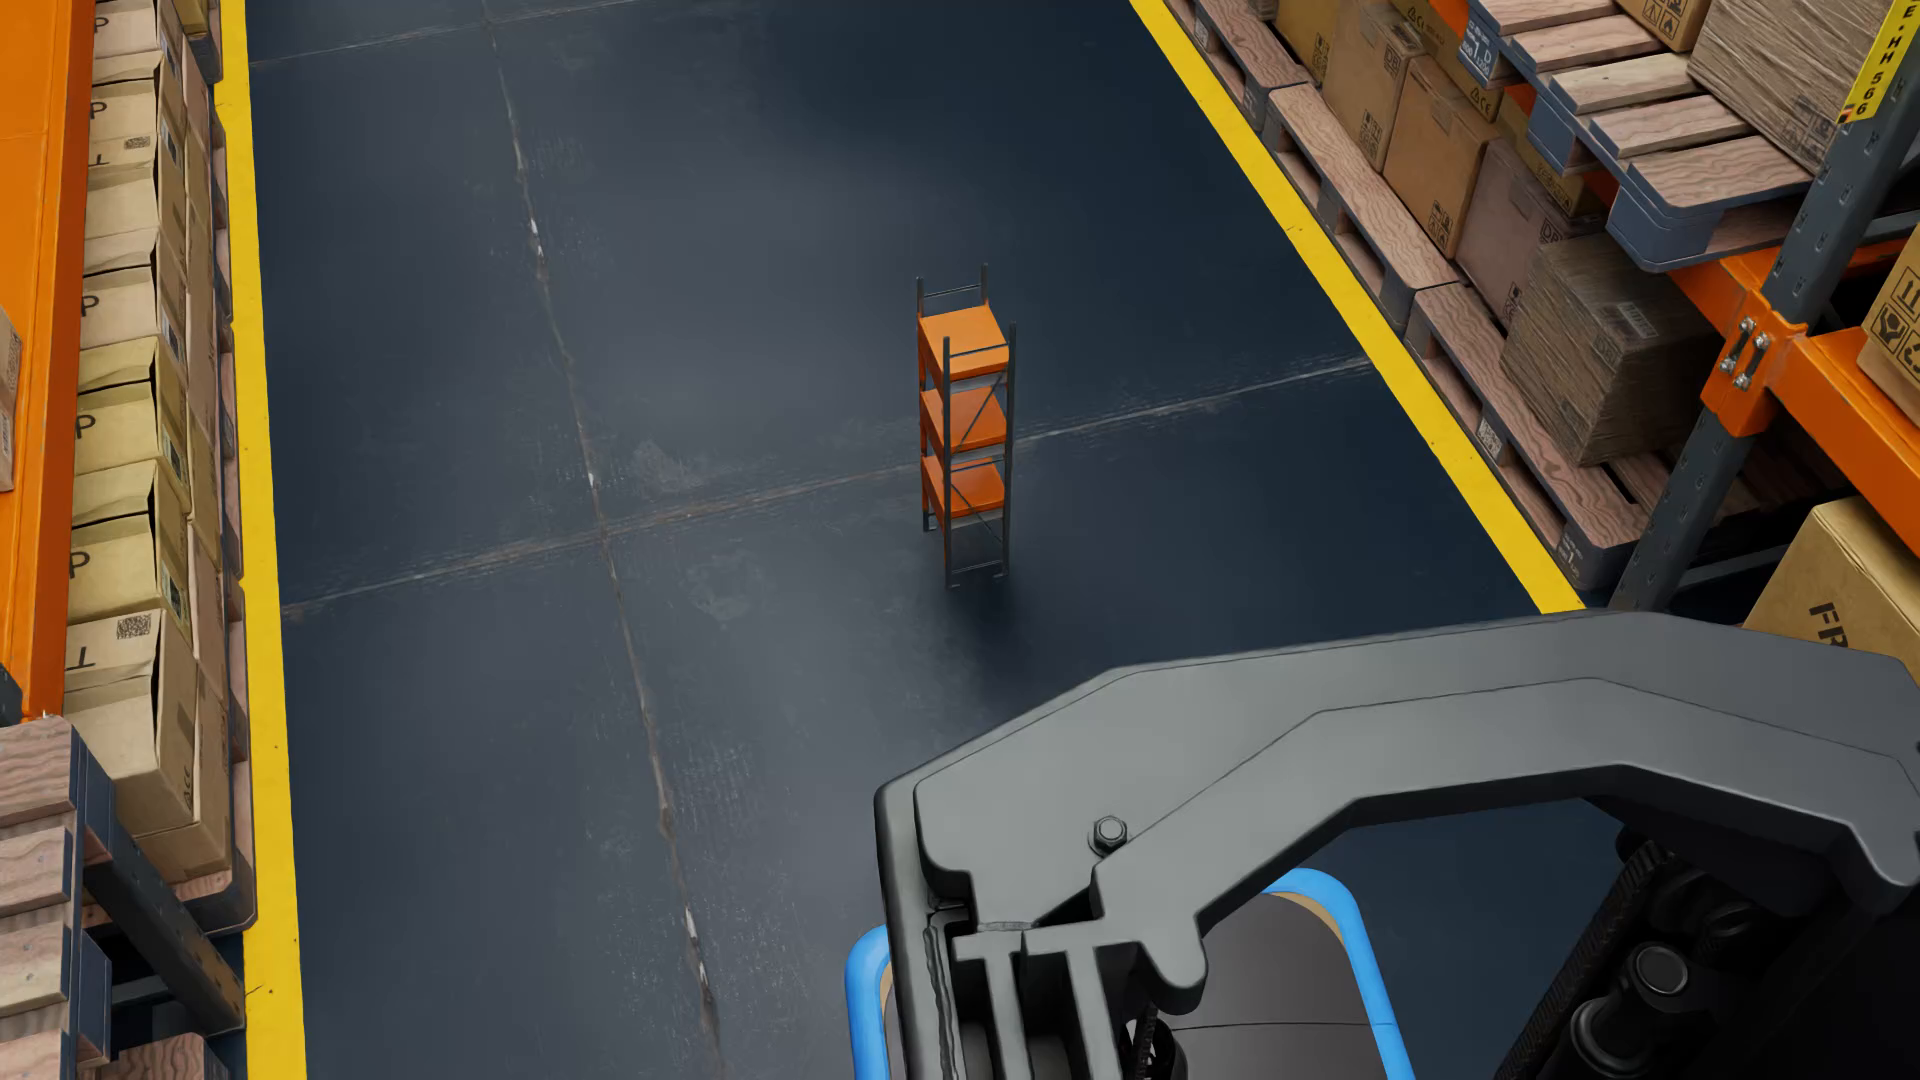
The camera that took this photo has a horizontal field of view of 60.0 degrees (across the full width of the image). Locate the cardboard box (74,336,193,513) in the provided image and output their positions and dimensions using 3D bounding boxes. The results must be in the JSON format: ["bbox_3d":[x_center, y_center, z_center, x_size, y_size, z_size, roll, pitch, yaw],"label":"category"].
[{"bbox_3d":[-2.488,-0.295,4.694,0.500,0.311,0.500,-15,51,-12],"label":"cardboard box"}]

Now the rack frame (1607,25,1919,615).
[{"bbox_3d":[2.429,-0.784,3.949,1.000,3.000,0.127,-13,51,-11],"label":"rack frame"}]

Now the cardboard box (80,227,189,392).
[{"bbox_3d":[-2.641,-0.670,5.010,0.500,0.311,0.500,-14,51,-11],"label":"cardboard box"}]

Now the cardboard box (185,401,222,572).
[{"bbox_3d":[-2.485,-0.105,4.900,0.500,0.250,0.500,-15,51,-12],"label":"cardboard box"}]

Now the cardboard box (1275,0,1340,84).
[{"bbox_3d":[1.680,-2.142,6.441,0.700,0.500,0.500,-14,51,-12],"label":"cardboard box"}]

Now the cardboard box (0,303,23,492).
[{"bbox_3d":[-2.382,-0.330,3.624,0.500,0.311,0.500,-14,51,-11],"label":"cardboard box"}]

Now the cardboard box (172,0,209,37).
[{"bbox_3d":[-3.333,-2.239,6.700,0.500,0.250,0.500,-13,51,-11],"label":"cardboard box"}]

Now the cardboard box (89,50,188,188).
[{"bbox_3d":[-2.932,-1.403,5.628,0.500,0.311,0.500,-12,51,-10],"label":"cardboard box"}]

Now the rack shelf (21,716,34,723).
[{"bbox_3d":[-1.711,2.031,2.046,1.077,0.370,4.000,-13,51,-11],"label":"rack shelf"}]

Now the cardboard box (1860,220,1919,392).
[{"bbox_3d":[2.328,-0.506,3.442,0.500,0.500,0.500,-12,51,-10],"label":"cardboard box"}]

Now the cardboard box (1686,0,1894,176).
[{"bbox_3d":[2.280,-1.299,4.030,0.700,0.500,0.500,-19,52,-15],"label":"cardboard box"}]

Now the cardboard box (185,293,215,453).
[{"bbox_3d":[-2.637,-0.479,5.216,0.500,0.250,0.500,-12,51,-10],"label":"cardboard box"}]

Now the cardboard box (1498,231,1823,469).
[{"bbox_3d":[2.166,-0.634,5.170,0.700,0.500,0.500,-13,51,-10],"label":"cardboard box"}]

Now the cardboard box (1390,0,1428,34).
[{"bbox_3d":[1.771,-2.050,5.873,0.500,0.250,0.500,-15,51,-12],"label":"cardboard box"}]

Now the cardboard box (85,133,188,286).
[{"bbox_3d":[-2.786,-1.038,5.320,0.500,0.311,0.500,-13,51,-11],"label":"cardboard box"}]

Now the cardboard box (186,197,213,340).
[{"bbox_3d":[-2.786,-0.851,5.529,0.500,0.250,0.500,-12,51,-10],"label":"cardboard box"}]

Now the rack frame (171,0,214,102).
[{"bbox_3d":[-3.485,-2.583,5.466,1.000,3.000,0.127,-13,51,-11],"label":"rack frame"}]

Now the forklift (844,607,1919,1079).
[{"bbox_3d":[0.489,1.564,2.014,1.130,2.935,3.031,-7,50,-5],"label":"forklift"}]

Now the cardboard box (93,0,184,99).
[{"bbox_3d":[-3.091,-1.782,5.947,0.500,0.311,0.500,-13,51,-11],"label":"cardboard box"}]

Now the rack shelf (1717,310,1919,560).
[{"bbox_3d":[3.020,0.908,2.993,1.077,0.370,4.000,-13,51,-11],"label":"rack shelf"}]

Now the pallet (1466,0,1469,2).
[{"bbox_3d":[1.804,-2.159,5.234,1.003,0.211,1.213,-13,51,-11],"label":"pallet"}]

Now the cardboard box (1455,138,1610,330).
[{"bbox_3d":[2.125,-1.037,5.509,0.700,0.500,0.500,-13,51,-11],"label":"cardboard box"}]

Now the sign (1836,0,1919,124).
[{"bbox_3d":[1.913,-1.002,3.428,0.100,0.325,0.005,-13,51,-11],"label":"sign"}]

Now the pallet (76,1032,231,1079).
[{"bbox_3d":[-2.117,1.791,3.602,1.003,0.211,1.213,-13,51,-11],"label":"pallet"}]

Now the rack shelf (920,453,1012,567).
[{"bbox_3d":[0.016,-0.113,5.036,0.215,0.259,0.240,-13,51,-11],"label":"rack shelf"}]

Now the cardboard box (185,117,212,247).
[{"bbox_3d":[-2.938,-1.225,5.844,0.500,0.250,0.500,-14,51,-12],"label":"cardboard box"}]

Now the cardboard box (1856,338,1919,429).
[{"bbox_3d":[2.305,-0.417,3.791,0.380,0.149,0.250,-14,51,-12],"label":"cardboard box"}]

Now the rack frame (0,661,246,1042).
[{"bbox_3d":[-2.302,0.339,3.003,1.000,3.000,0.127,-13,51,-11],"label":"rack frame"}]

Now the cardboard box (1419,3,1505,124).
[{"bbox_3d":[1.901,-1.681,5.562,0.500,0.250,0.500,-14,51,-11],"label":"cardboard box"}]

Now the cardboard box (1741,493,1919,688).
[{"bbox_3d":[2.521,0.340,4.133,0.750,0.750,0.750,-14,51,-11],"label":"cardboard box"}]

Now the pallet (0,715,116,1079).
[{"bbox_3d":[-2.035,0.880,2.672,1.213,0.211,1.003,-13,51,-11],"label":"pallet"}]

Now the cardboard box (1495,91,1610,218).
[{"bbox_3d":[2.058,-1.307,5.246,0.500,0.250,0.500,-12,51,-10],"label":"cardboard box"}]

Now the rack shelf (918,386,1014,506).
[{"bbox_3d":[0.016,-0.292,4.824,0.215,0.259,0.240,-13,51,-11],"label":"rack shelf"}]

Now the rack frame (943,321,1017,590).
[{"bbox_3d":[0.052,-0.210,4.741,0.200,1.050,0.008,-13,51,-11],"label":"rack frame"}]

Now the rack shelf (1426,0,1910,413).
[{"bbox_3d":[1.837,-2.013,5.456,1.077,0.370,4.000,-13,51,-11],"label":"rack shelf"}]

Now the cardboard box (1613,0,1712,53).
[{"bbox_3d":[2.089,-1.701,4.369,0.700,0.500,0.500,-18,52,-14],"label":"cardboard box"}]

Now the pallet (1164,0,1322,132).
[{"bbox_3d":[1.478,-2.239,6.999,1.003,0.211,1.213,-13,51,-11],"label":"pallet"}]

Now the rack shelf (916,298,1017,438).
[{"bbox_3d":[0.016,-0.475,4.607,0.215,0.259,0.240,-13,51,-11],"label":"rack shelf"}]

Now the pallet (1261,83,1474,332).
[{"bbox_3d":[1.842,-1.346,6.247,1.003,0.211,1.213,-13,51,-11],"label":"pallet"}]

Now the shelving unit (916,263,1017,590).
[{"bbox_3d":[0.016,-0.299,4.816,0.215,1.050,0.252,-13,51,-11],"label":"shelving unit"}]

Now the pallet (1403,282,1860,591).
[{"bbox_3d":[2.199,-0.456,5.497,1.003,0.211,1.213,-13,51,-11],"label":"pallet"}]

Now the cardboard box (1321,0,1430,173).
[{"bbox_3d":[1.793,-1.760,6.119,0.700,0.500,0.500,-13,51,-11],"label":"cardboard box"}]

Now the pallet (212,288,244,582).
[{"bbox_3d":[-2.865,-0.262,5.333,1.003,0.211,1.213,-13,51,-11],"label":"pallet"}]

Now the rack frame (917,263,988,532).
[{"bbox_3d":[-0.020,-0.388,4.891,0.200,1.050,0.008,-13,51,-11],"label":"rack frame"}]

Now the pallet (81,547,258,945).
[{"bbox_3d":[-2.508,0.627,4.583,1.003,0.211,1.213,-13,51,-11],"label":"pallet"}]

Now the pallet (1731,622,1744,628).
[{"bbox_3d":[2.590,0.707,4.516,1.003,0.211,1.213,-13,51,-11],"label":"pallet"}]

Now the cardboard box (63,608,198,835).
[{"bbox_3d":[-2.176,0.460,4.057,0.500,0.311,0.500,-12,51,-10],"label":"cardboard box"}]

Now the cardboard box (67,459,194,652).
[{"bbox_3d":[-2.340,0.078,4.379,0.500,0.311,0.500,-14,51,-12],"label":"cardboard box"}]

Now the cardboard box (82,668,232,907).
[{"bbox_3d":[-2.176,0.641,4.272,0.500,0.250,0.500,-13,51,-11],"label":"cardboard box"}]

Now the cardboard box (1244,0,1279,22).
[{"bbox_3d":[1.480,-2.508,6.750,0.700,0.500,0.500,-12,51,-10],"label":"cardboard box"}]

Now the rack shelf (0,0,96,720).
[{"bbox_3d":[-2.894,-0.890,4.509,1.077,0.370,4.000,-13,51,-11],"label":"rack shelf"}]

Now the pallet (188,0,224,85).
[{"bbox_3d":[-3.680,-2.274,7.029,1.003,0.211,1.213,-13,51,-11],"label":"pallet"}]

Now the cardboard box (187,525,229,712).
[{"bbox_3d":[-2.326,0.274,4.581,0.500,0.250,0.500,-15,51,-12],"label":"cardboard box"}]

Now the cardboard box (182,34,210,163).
[{"bbox_3d":[-3.085,-1.595,6.156,0.500,0.250,0.500,-14,51,-11],"label":"cardboard box"}]

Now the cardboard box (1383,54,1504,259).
[{"bbox_3d":[1.951,-1.393,5.810,0.700,0.500,0.500,-14,51,-11],"label":"cardboard box"}]

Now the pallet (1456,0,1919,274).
[{"bbox_3d":[2.116,-1.219,4.441,1.213,0.211,1.003,-13,51,-11],"label":"pallet"}]

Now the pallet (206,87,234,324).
[{"bbox_3d":[-3.230,-1.155,6.085,1.003,0.211,1.213,-13,51,-11],"label":"pallet"}]
